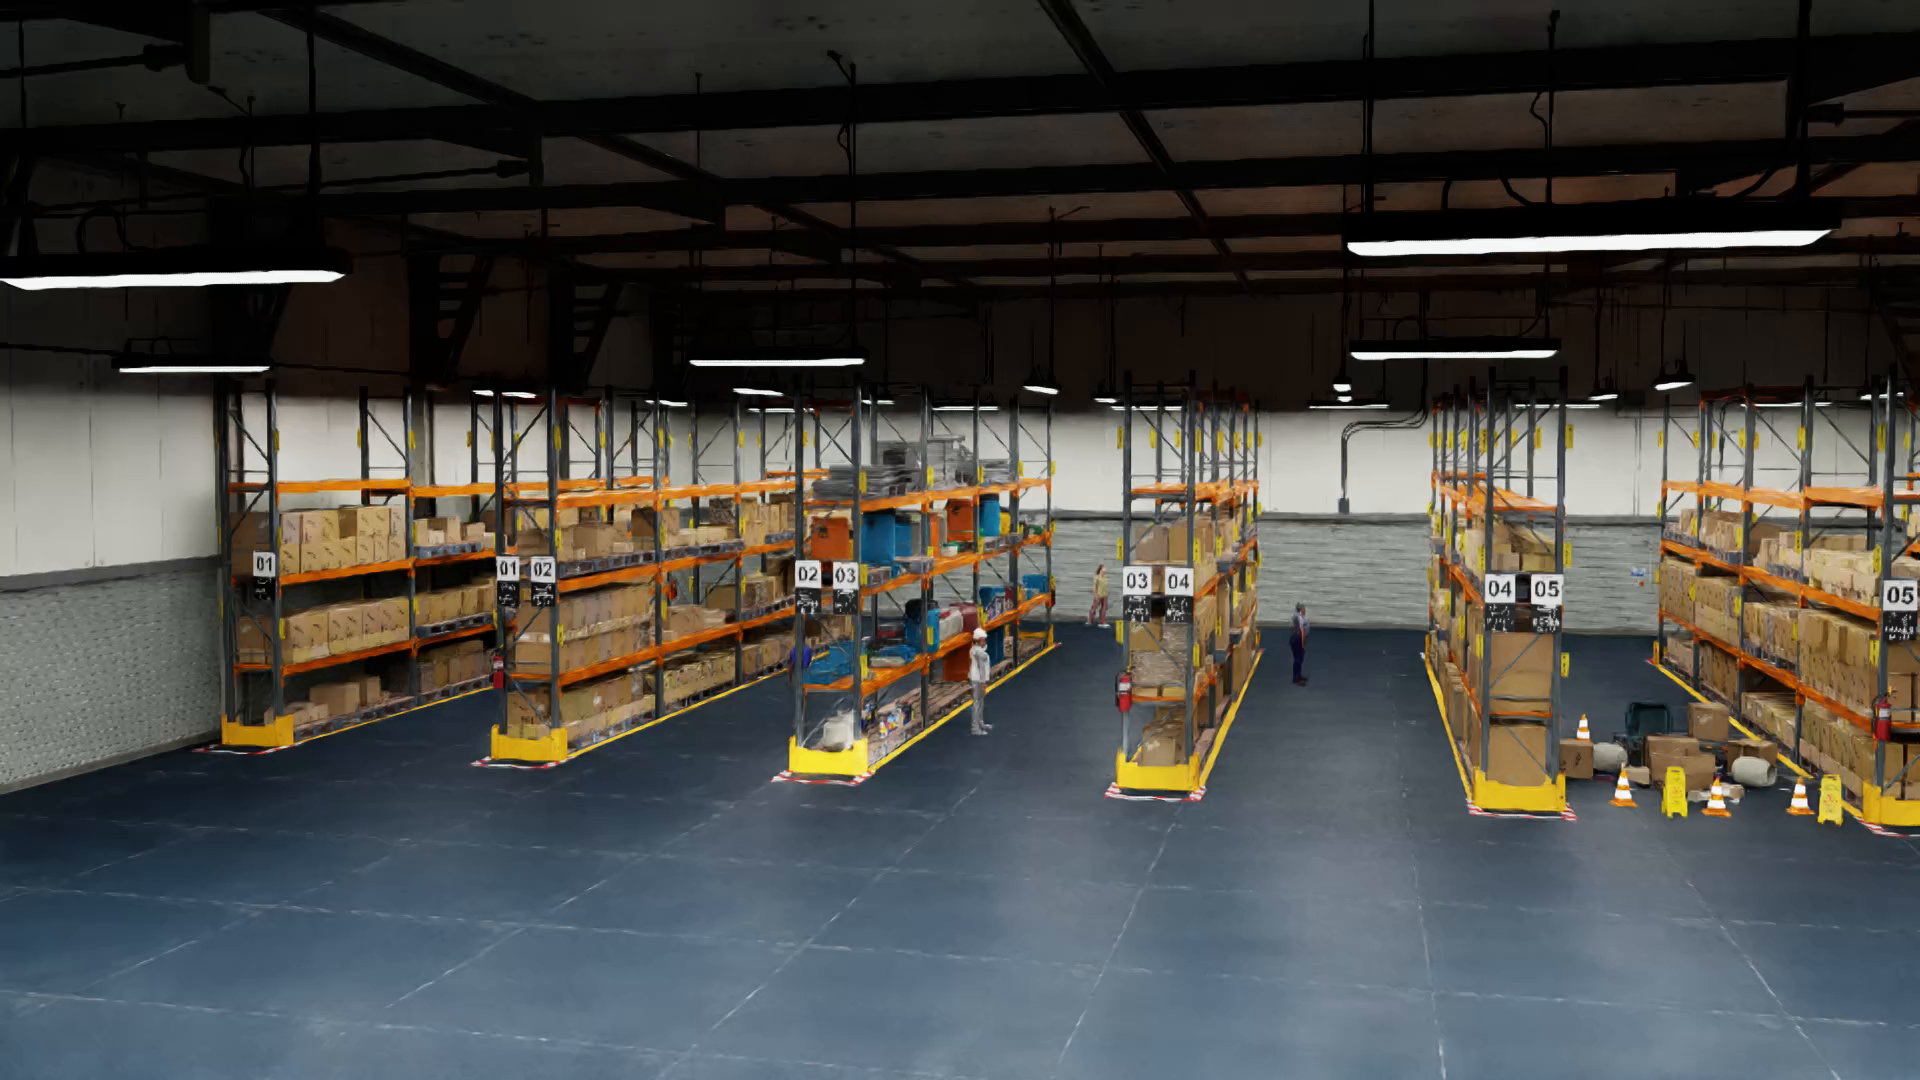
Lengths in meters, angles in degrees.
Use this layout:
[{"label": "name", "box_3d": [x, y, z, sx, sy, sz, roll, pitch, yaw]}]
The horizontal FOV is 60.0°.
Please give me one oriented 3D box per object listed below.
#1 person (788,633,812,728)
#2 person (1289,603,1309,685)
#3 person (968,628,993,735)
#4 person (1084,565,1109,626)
[{"label": "person", "box_3d": [-2.799, 2.418, 29.081, 0.545, 1.652, 0.574, 3, 5, 40]}, {"label": "person", "box_3d": [7.017, 2.115, 34.199, 0.445, 1.657, 0.575, 0, 3, -6]}, {"label": "person", "box_3d": [0.372, 2.393, 28.374, 0.466, 1.777, 0.595, -1, 3, -11]}, {"label": "person", "box_3d": [3.658, 1.494, 44.712, 0.641, 1.666, 0.454, -2, 4, -33]}]
